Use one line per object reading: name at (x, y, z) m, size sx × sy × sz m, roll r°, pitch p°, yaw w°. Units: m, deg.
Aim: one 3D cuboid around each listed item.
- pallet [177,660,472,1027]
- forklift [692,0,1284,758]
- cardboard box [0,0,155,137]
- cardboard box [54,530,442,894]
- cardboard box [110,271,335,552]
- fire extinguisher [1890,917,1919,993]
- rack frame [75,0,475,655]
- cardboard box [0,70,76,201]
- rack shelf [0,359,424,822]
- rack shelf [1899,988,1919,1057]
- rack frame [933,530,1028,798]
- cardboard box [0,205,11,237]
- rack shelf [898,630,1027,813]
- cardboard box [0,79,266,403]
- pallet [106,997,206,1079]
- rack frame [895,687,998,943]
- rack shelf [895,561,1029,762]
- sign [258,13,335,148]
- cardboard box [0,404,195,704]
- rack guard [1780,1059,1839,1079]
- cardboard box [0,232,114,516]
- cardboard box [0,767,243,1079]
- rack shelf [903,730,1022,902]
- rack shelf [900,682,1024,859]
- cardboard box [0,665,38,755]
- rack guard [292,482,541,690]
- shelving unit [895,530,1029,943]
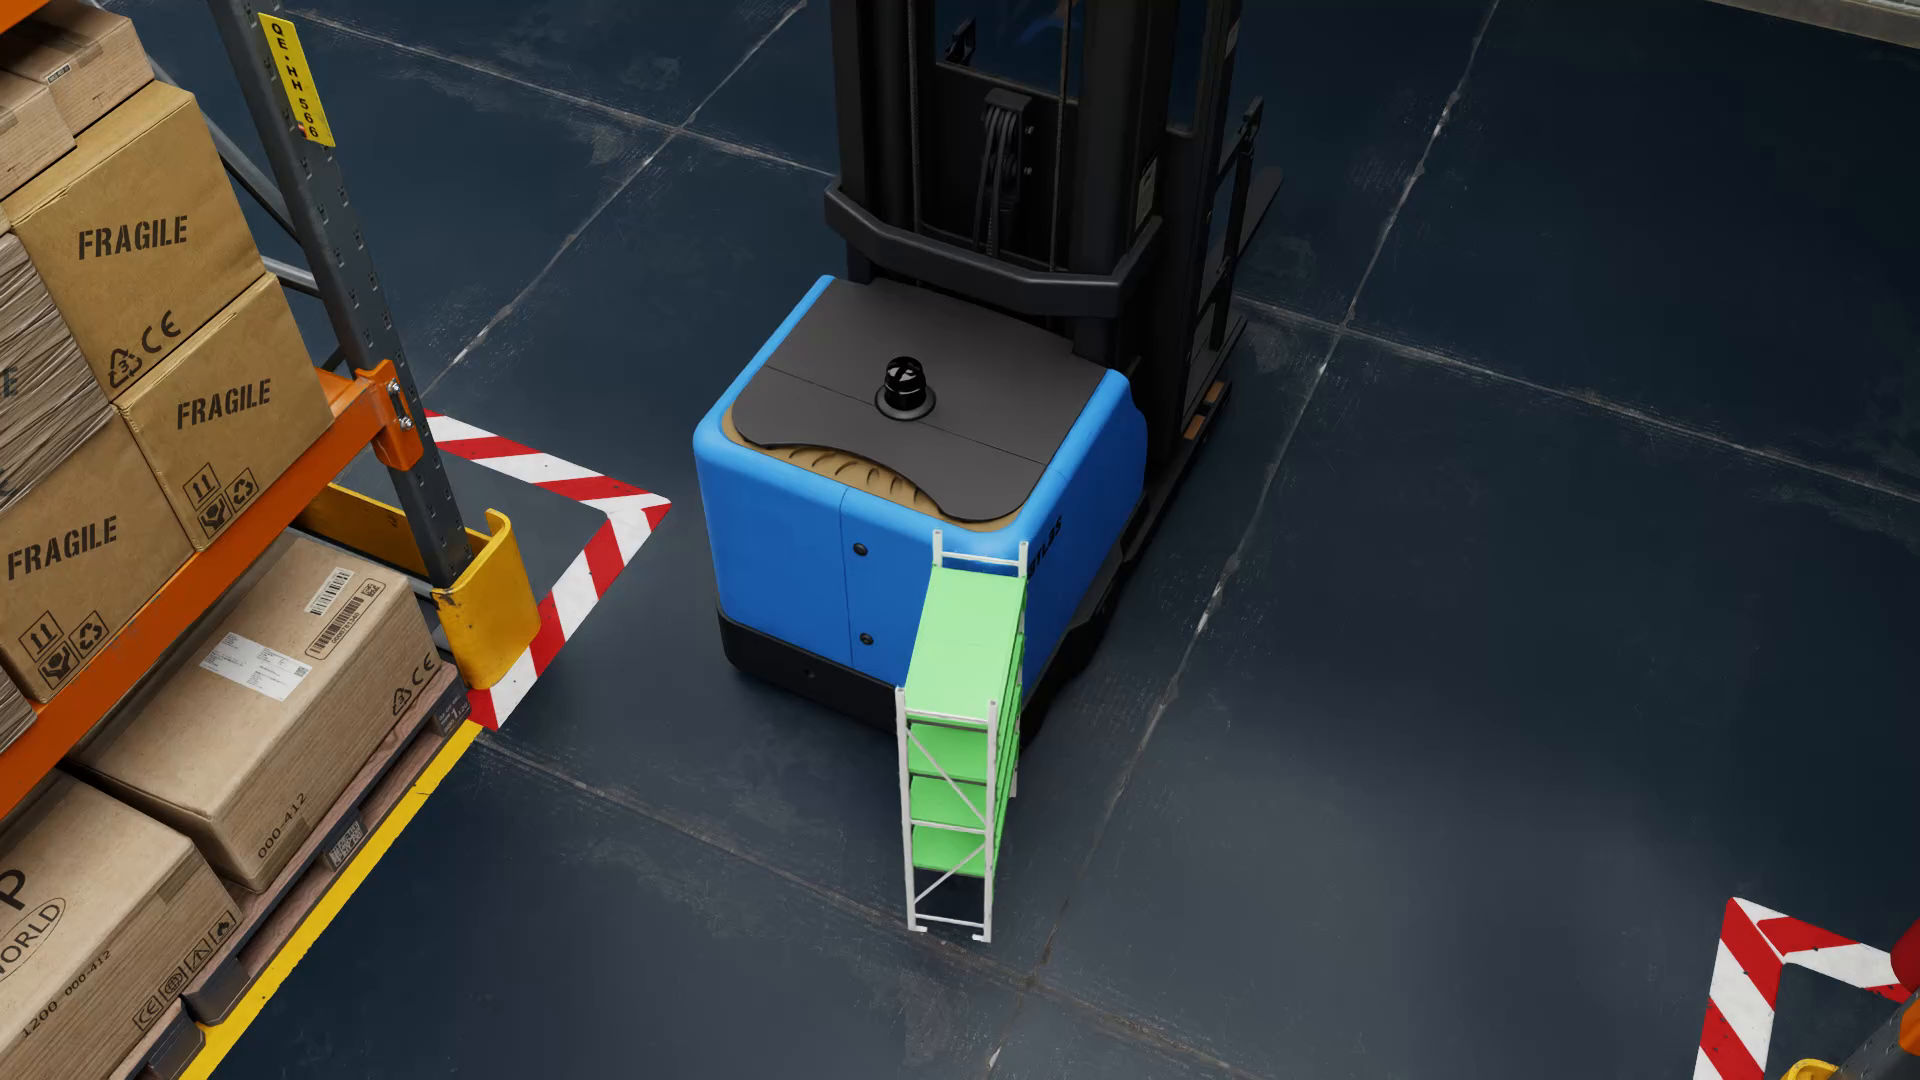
pallet at (-2.248, 0.715, 5.003) m, size 1.003 × 0.211 × 1.213 m, roll 20°, pitch 52°, yaw 16°
forklift at (0.342, -1.386, 5.005) m, size 1.130 × 2.935 × 3.031 m, roll 21°, pitch 53°, yaw 17°
cardboard box at (-1.949, -1.020, 3.500) m, size 0.380 × 0.149 × 0.250 m, roll 20°, pitch 53°, yaw 17°
cardboard box at (-2.169, 0.416, 4.833) m, size 0.875 × 0.438 × 0.875 m, roll 18°, pitch 52°, yaw 15°
cardboard box at (-1.944, -0.379, 4.038) m, size 0.500 × 0.500 × 0.500 m, roll 20°, pitch 53°, yaw 16°
fire extinguisher at (2.157, 0.742, 3.445) m, size 0.296 × 0.674 × 0.183 m, roll 20°, pitch 52°, yaw 16°
rack frame at (-1.977, -0.765, 4.432) m, size 1.000 × 3.000 × 0.127 m, roll 20°, pitch 52°, yaw 16°
cardboard box at (-2.036, -0.837, 3.345) m, size 0.380 × 0.149 × 0.250 m, roll 21°, pitch 53°, yaw 17°
rack shelf at (-2.832, 0.845, 3.534) m, size 1.077 × 0.370 × 4.000 m, roll 20°, pitch 52°, yaw 16°
rack shelf at (1.658, 2.458, 2.162) m, size 1.077 × 0.370 × 4.000 m, roll 20°, pitch 52°, yaw 16°
rack frame at (0.052, 0.380, 4.634) m, size 0.240 × 1.200 × 0.015 m, roll 7°, pitch 50°, yaw 6°
cardboard box at (-2.070, -0.632, 3.170) m, size 0.380 × 0.149 × 0.250 m, roll 19°, pitch 52°, yaw 16°
rack shelf at (0.011, 0.451, 4.345) m, size 0.258 × 0.148 × 0.480 m, roll 7°, pitch 50°, yaw 6°
cardboard box at (-1.968, -0.712, 3.664) m, size 0.500 × 0.500 × 0.500 m, roll 21°, pitch 53°, yaw 17°
pallet at (-2.770, 1.552, 4.291) m, size 1.003 × 0.211 × 1.213 m, roll 20°, pitch 52°, yaw 16°
rack frame at (-0.030, 0.749, 4.325) m, size 0.240 × 1.200 × 0.015 m, roll 7°, pitch 50°, yaw 6°
rack shelf at (0.010, 0.297, 4.161) m, size 0.258 × 0.148 × 0.480 m, roll 7°, pitch 50°, yaw 6°
sign at (-1.492, -1.031, 3.742) m, size 0.100 × 0.325 × 0.005 m, roll 20°, pitch 52°, yaw 16°
cardboard box at (-2.172, -0.039, 3.748) m, size 0.500 × 0.500 × 0.500 m, roll 19°, pitch 52°, yaw 15°
rack guard at (2.480, 1.710, 3.967) m, size 1.175 × 0.500 × 0.348 m, roll 20°, pitch 52°, yaw 16°
cardboard box at (-2.165, -0.343, 3.350) m, size 0.500 × 0.500 × 0.500 m, roll 20°, pitch 52°, yaw 16°
cardboard box at (-2.552, 1.049, 4.294) m, size 0.875 × 0.438 × 0.875 m, roll 21°, pitch 53°, yaw 17°
rack shelf at (0.011, 0.760, 4.712) m, size 0.258 × 0.148 × 0.480 m, roll 7°, pitch 50°, yaw 6°
rack shelf at (0.011, 0.605, 4.528) m, size 0.258 × 0.148 × 0.480 m, roll 7°, pitch 50°, yaw 6°
cardboard box at (-2.383, 0.319, 3.444) m, size 0.500 × 0.500 × 0.500 m, roll 21°, pitch 53°, yaw 17°
rack guard at (-1.967, 0.028, 5.398) m, size 1.175 × 0.500 × 0.348 m, roll 20°, pitch 52°, yaw 16°
shelving unit at (0.011, 0.564, 4.480) m, size 0.258 × 1.200 × 0.503 m, roll 7°, pitch 50°, yaw 6°
